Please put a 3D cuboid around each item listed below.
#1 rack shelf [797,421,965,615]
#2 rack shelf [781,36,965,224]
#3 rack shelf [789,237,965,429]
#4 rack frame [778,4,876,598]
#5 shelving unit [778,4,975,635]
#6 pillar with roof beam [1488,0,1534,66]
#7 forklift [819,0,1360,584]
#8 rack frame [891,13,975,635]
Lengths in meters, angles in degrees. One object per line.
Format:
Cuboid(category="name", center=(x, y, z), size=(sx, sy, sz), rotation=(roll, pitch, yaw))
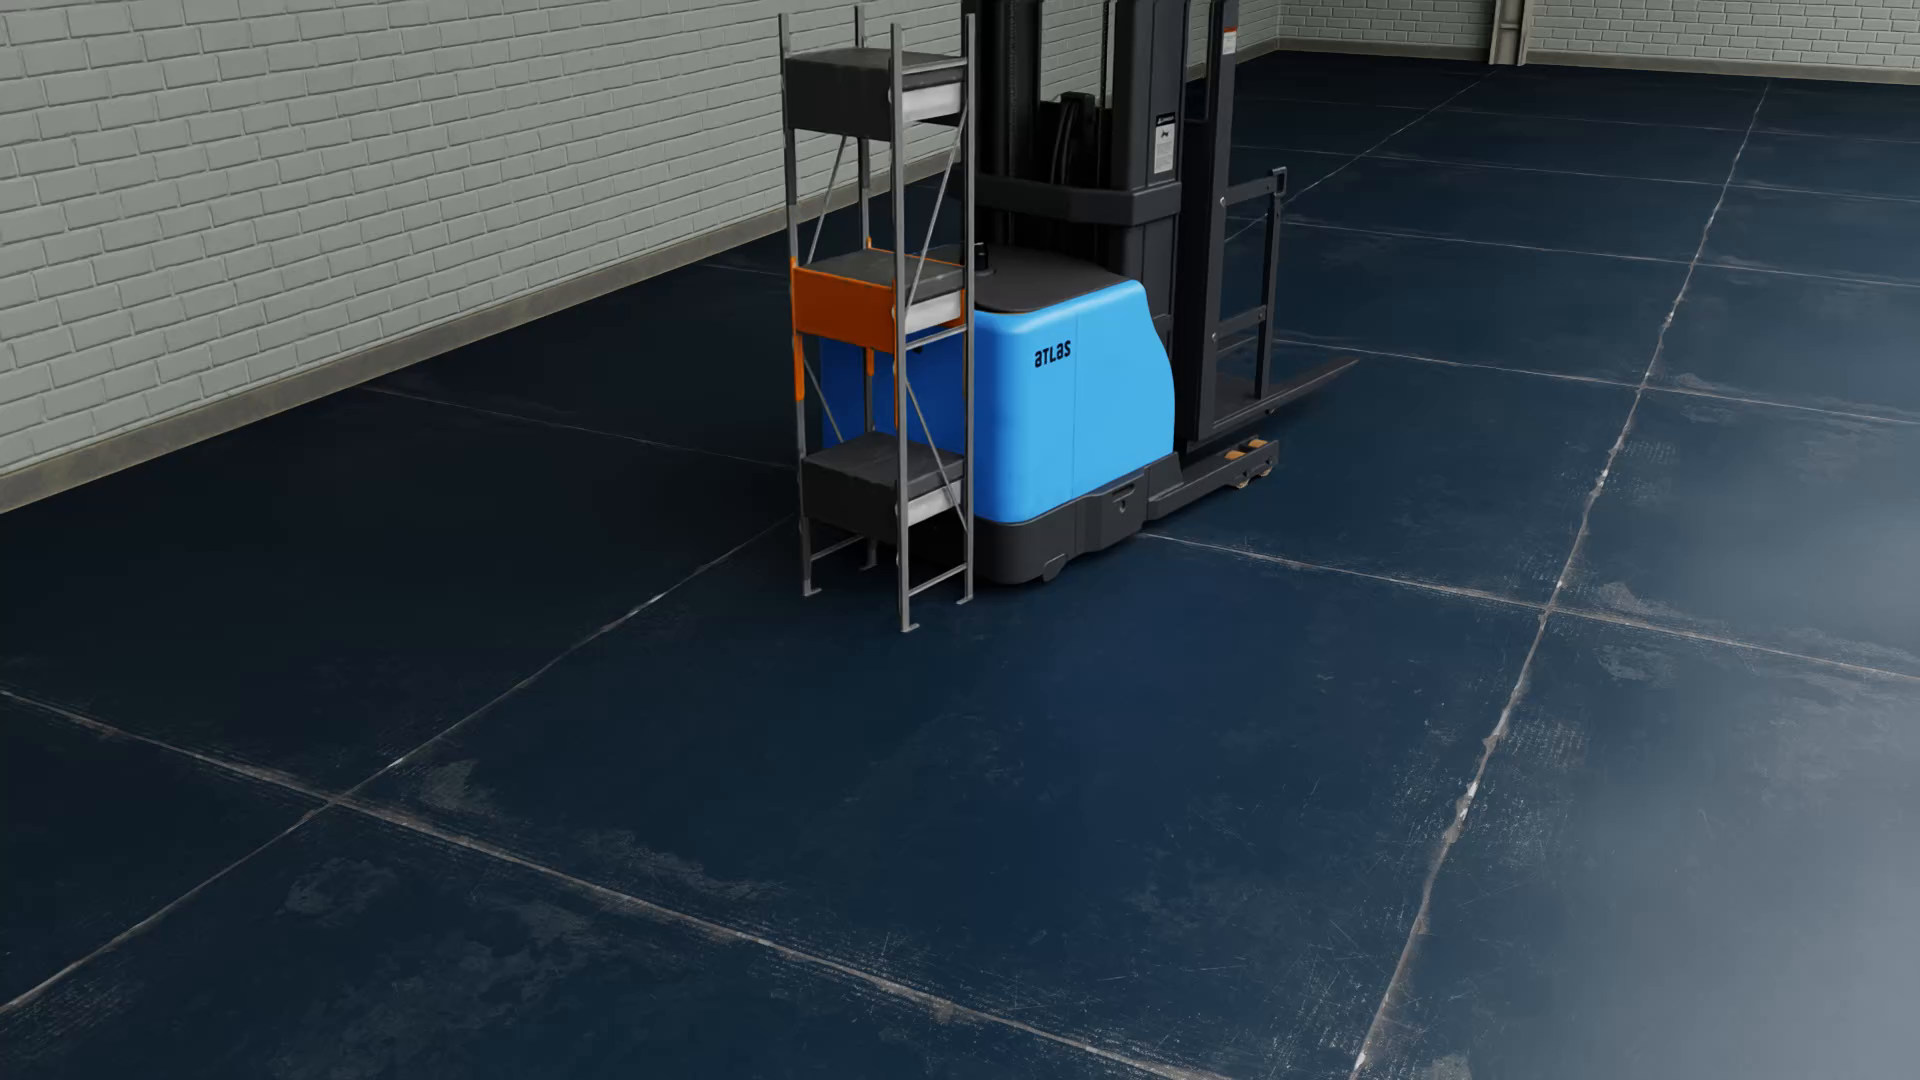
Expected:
Cuboid(category="rack shelf", center=(-0.272, -0.093, 6.108), size=(0.480, 0.518, 0.431), rotation=(18, 29, 36))
Cuboid(category="rack shelf", center=(-0.272, -1.381, 5.560), size=(0.480, 0.518, 0.431), rotation=(18, 29, 36))
Cuboid(category="rack shelf", center=(-0.272, -0.737, 5.834), size=(0.480, 0.518, 0.431), rotation=(18, 29, 36))
Cuboid(category="rack frame", center=(-0.461, -0.810, 5.971), size=(0.015, 2.100, 0.400), rotation=(18, 29, 36))
Cuboid(category="shelving unit", center=(-0.272, -0.749, 5.829), size=(0.503, 2.100, 0.431), rotation=(18, 29, 36))
Cuboid(category="pillar with roof beam", center=(4.861, -8.563, 15.388), size=(0.400, 9.000, 9.100), rotation=(11, 25, 25))
Cuboid(category="forklift", center=(0.771, -1.686, 6.969), size=(1.130, 2.935, 3.031), rotation=(18, 29, 36))
Cuboid(category="rack frame", center=(-0.083, -0.689, 5.687), size=(0.015, 2.100, 0.400), rotation=(18, 29, 36))
